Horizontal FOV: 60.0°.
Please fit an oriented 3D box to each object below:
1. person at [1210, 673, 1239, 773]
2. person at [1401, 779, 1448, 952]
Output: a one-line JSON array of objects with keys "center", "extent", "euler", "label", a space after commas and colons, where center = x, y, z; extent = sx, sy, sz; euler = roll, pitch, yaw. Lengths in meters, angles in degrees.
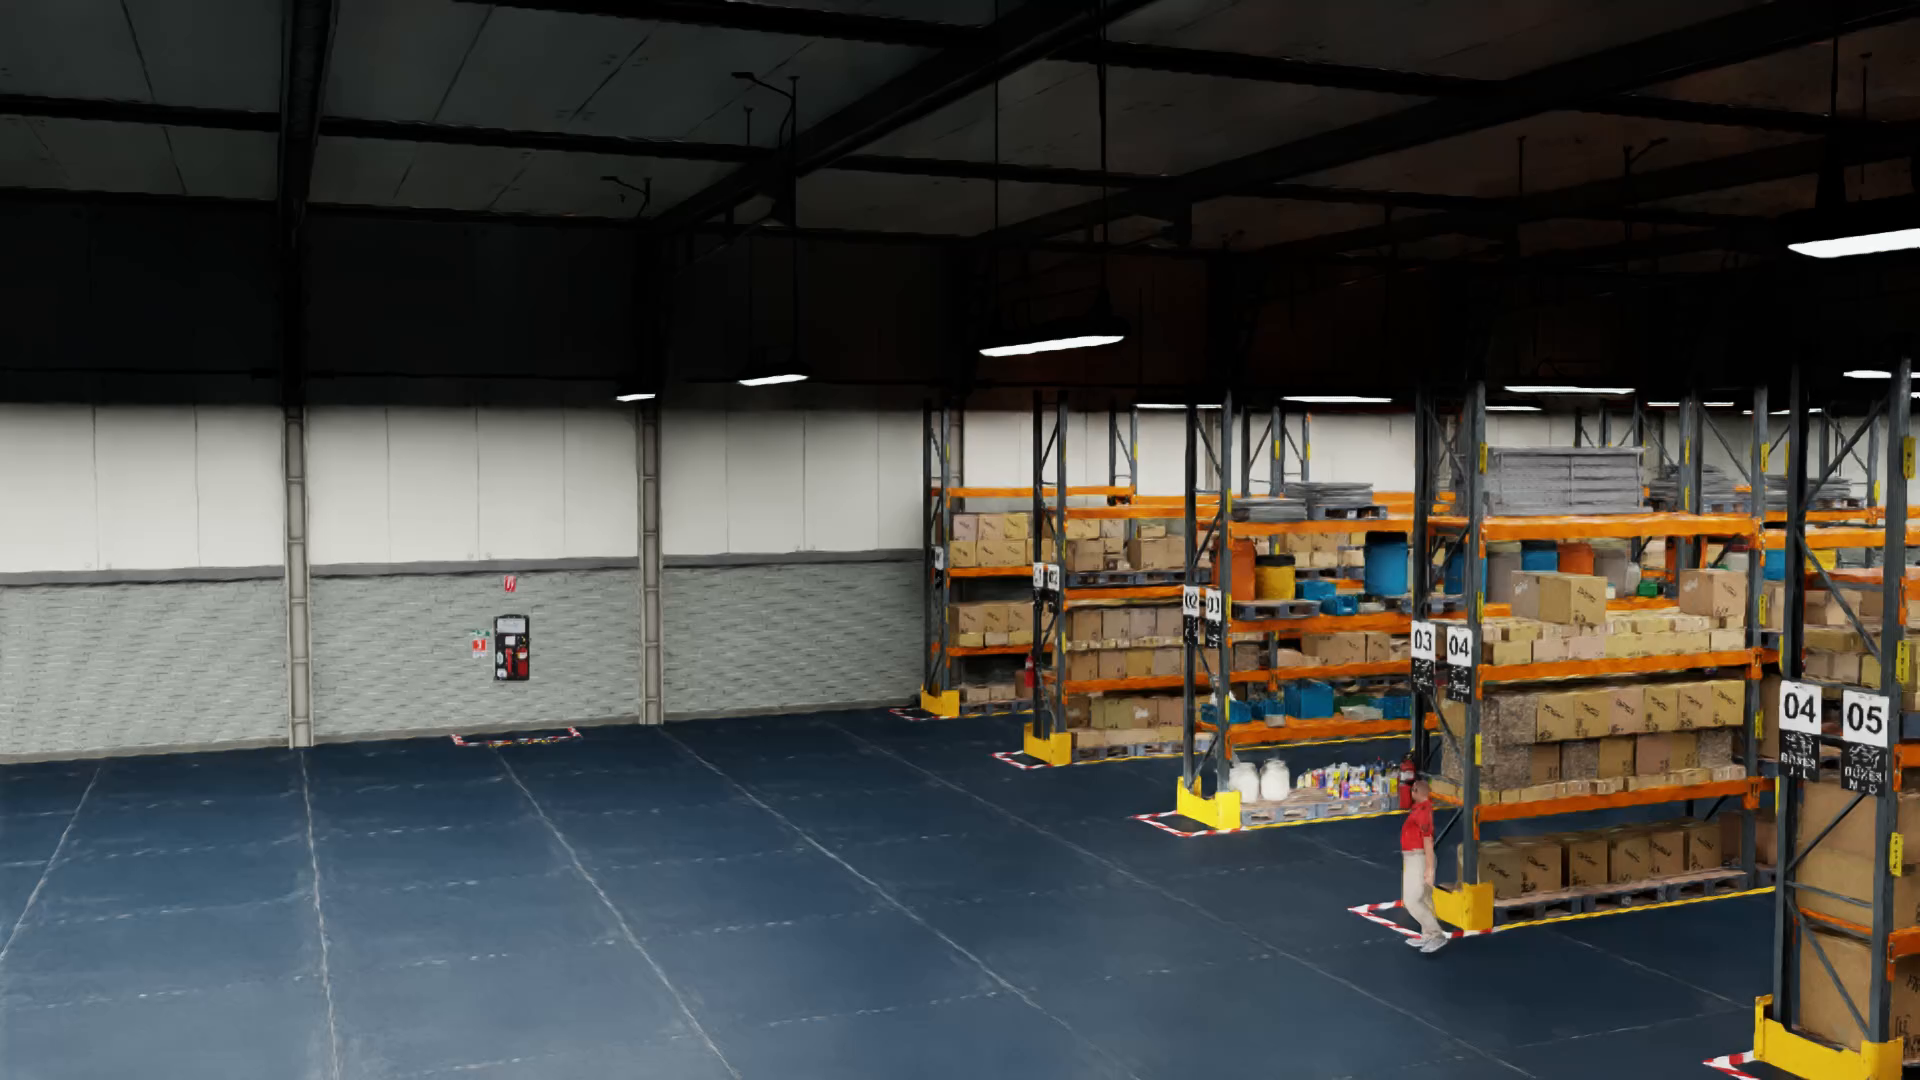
[{"center": [4.076, 2.847, 25.642], "extent": [0.506, 1.632, 0.639], "euler": [-2, 4, -24], "label": "person"}, {"center": [4.730, 3.308, 16.925], "extent": [0.499, 1.712, 0.669], "euler": [1, 4, 20], "label": "person"}]
